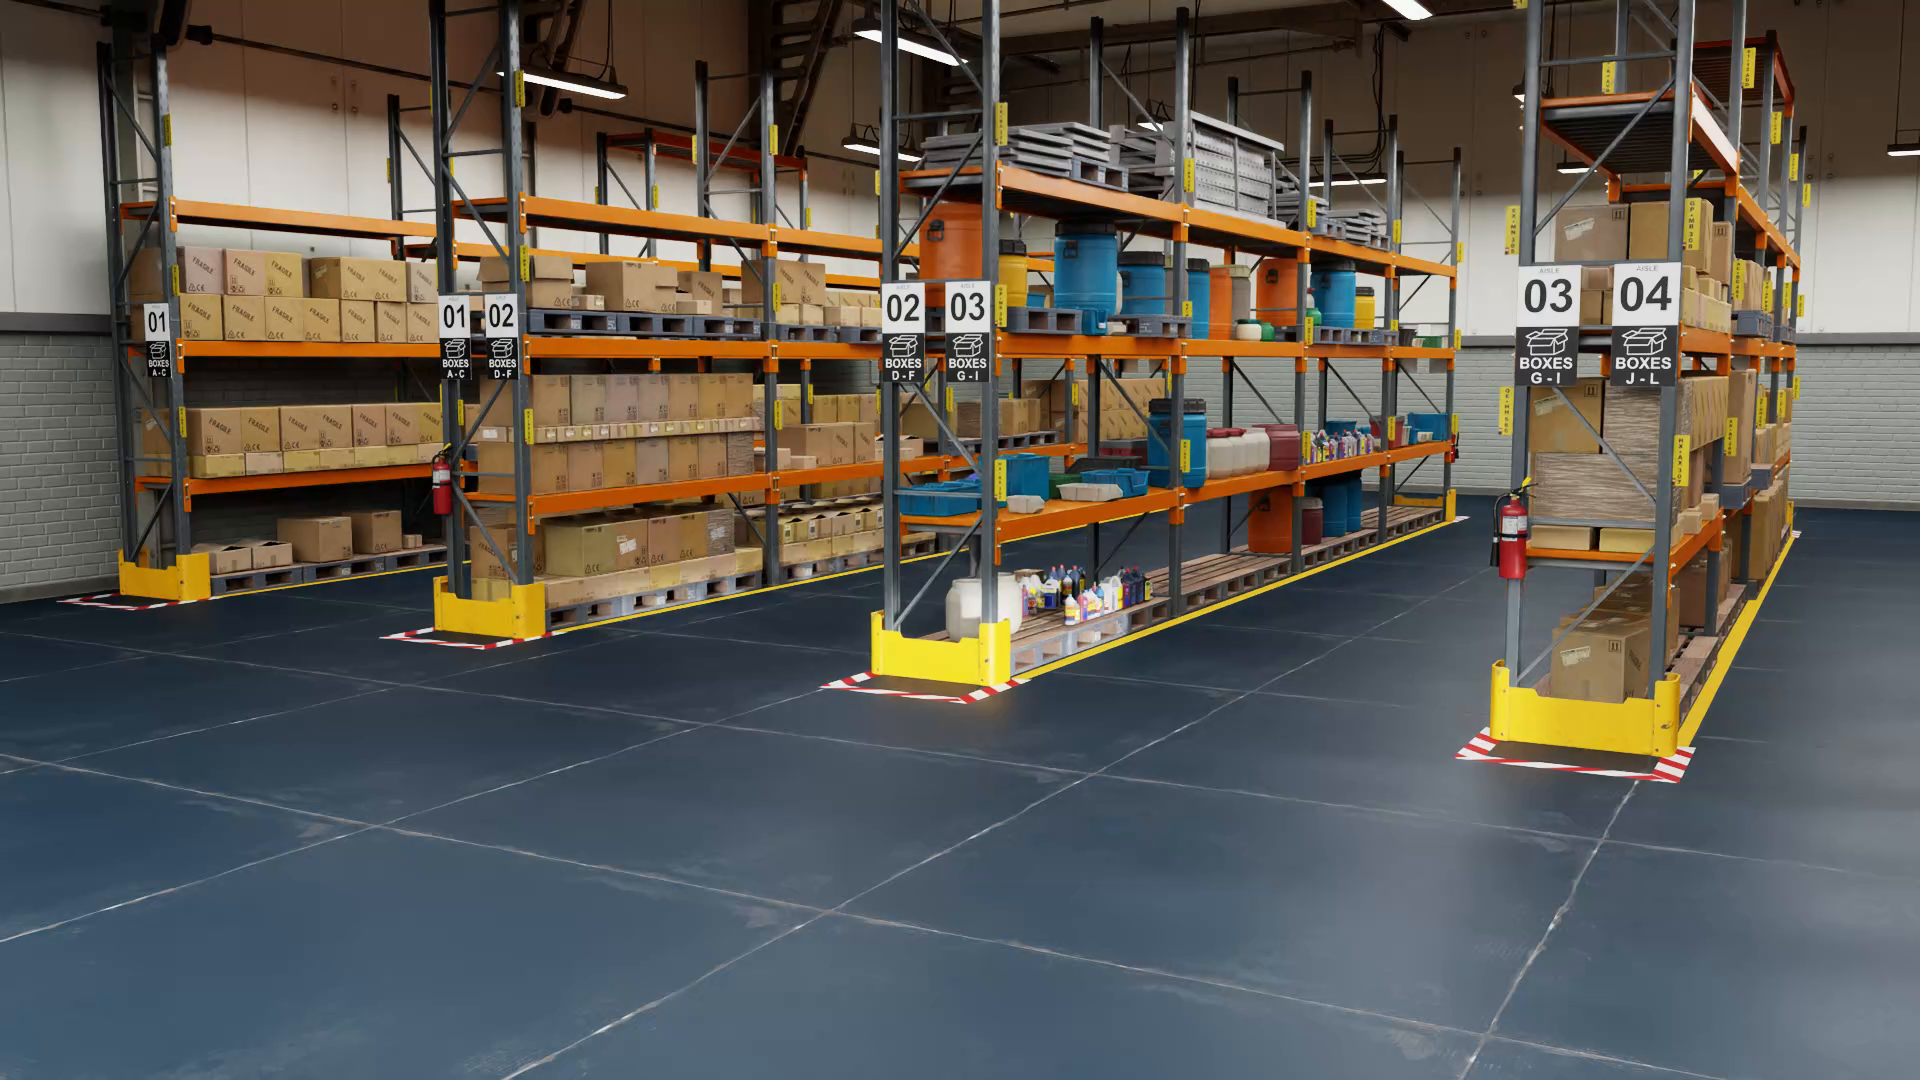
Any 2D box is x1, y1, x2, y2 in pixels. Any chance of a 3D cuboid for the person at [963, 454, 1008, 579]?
[{"bbox_3d":[0.253,-0.089,17.377,0.465,1.701,0.618,2,6,17],"label":"person"}]
